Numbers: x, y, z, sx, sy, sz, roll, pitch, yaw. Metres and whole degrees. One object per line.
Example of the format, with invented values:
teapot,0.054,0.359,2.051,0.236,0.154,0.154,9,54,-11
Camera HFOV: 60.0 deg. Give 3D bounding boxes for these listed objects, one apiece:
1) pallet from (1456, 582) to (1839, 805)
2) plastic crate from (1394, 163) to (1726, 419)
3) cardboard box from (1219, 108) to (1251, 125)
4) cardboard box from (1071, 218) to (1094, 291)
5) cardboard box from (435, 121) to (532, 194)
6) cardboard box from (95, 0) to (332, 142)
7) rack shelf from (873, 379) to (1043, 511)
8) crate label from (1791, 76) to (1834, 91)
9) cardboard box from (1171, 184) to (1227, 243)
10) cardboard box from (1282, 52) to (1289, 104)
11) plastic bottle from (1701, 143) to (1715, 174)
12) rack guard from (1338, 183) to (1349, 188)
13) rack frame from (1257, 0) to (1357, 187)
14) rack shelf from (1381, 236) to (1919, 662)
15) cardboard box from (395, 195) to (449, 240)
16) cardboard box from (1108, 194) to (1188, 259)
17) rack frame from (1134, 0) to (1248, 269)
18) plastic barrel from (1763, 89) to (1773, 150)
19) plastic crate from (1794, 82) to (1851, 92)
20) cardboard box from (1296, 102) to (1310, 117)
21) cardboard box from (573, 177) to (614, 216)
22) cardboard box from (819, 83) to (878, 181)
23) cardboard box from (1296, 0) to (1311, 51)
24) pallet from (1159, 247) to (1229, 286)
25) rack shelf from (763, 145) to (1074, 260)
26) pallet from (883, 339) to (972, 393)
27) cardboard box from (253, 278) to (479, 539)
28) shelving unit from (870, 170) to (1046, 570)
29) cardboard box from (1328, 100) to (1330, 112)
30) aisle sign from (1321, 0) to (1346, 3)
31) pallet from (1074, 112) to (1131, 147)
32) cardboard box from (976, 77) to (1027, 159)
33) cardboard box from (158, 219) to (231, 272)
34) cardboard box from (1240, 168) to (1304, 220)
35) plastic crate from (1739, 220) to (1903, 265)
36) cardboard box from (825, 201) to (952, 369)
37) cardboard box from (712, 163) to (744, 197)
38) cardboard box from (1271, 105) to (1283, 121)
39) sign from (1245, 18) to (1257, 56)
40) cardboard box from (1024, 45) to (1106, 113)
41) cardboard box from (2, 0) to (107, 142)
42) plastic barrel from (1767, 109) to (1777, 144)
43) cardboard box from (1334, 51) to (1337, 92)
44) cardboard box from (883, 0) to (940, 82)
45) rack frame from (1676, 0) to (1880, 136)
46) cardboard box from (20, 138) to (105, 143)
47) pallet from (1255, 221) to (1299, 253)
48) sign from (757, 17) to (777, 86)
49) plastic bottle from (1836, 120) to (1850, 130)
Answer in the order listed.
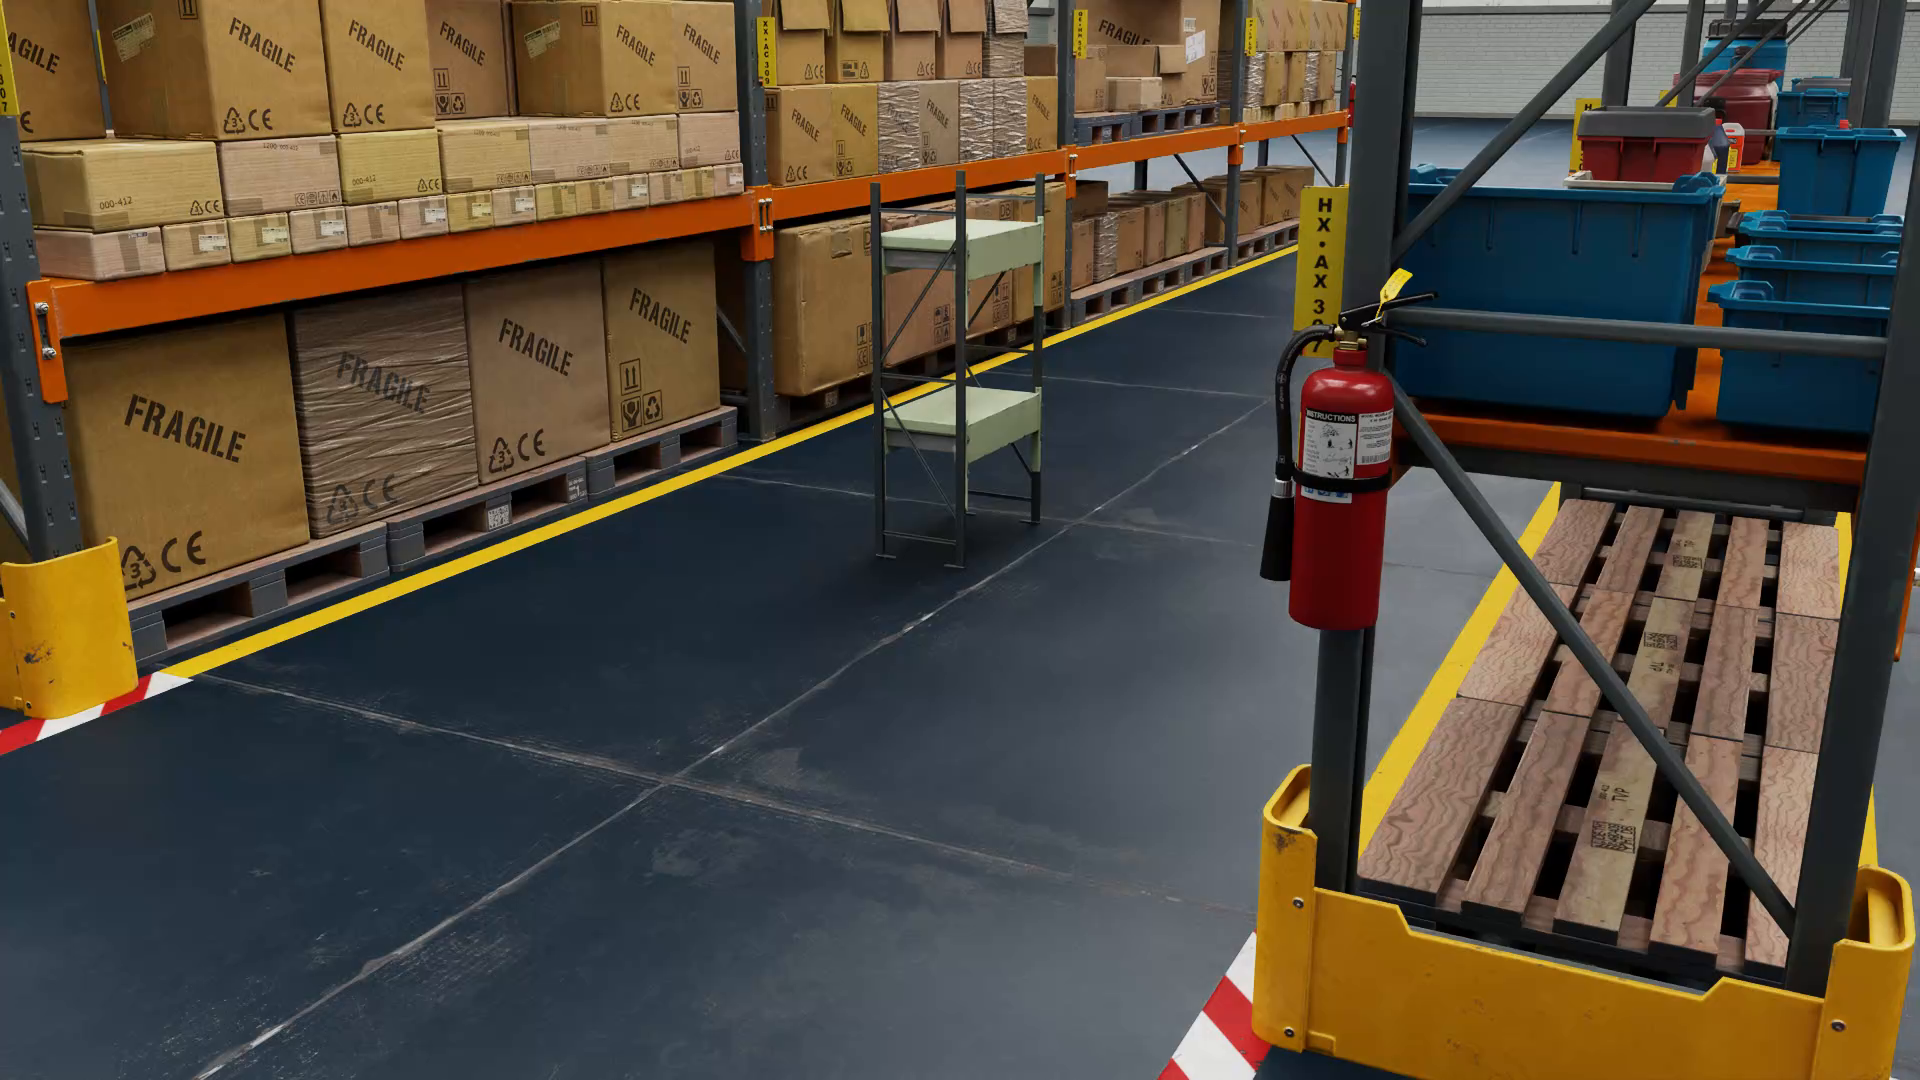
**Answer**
pallet,2.145,0.454,5.126,1.003,0.211,1.213,8,18,25
plastic crate,1.178,-0.523,3.350,0.616,0.435,0.499,8,18,25
cardboard box,2.492,-3.951,15.500,0.380,0.149,0.250,8,18,25
cardboard box,0.621,-2.222,12.855,0.700,0.500,0.500,7,18,22
cardboard box,-2.097,-1.551,6.720,0.500,0.250,0.500,8,18,24
cardboard box,-2.556,-1.644,5.715,0.500,0.500,0.500,8,18,24
rack shelf,0.003,-0.408,6.909,0.431,0.370,0.720,8,18,25
crate label,7.765,-3.958,15.018,0.502,0.435,0.616,8,18,25
cardboard box,2.341,-3.155,16.031,0.500,0.500,0.500,7,18,24
cardboard box,2.771,-4.615,16.597,0.875,0.500,0.500,8,18,25
plastic bottle,3.230,-1.621,7.300,0.144,0.351,0.185,8,18,25
rack guard,3.880,-3.856,19.130,1.175,0.500,0.348,8,18,25
rack frame,3.914,-5.074,18.839,1.000,3.000,0.127,8,18,25
rack shelf,2.089,-0.533,4.814,1.077,0.370,4.000,8,18,25
cardboard box,-2.209,-1.254,6.420,0.380,0.149,0.250,8,18,25
cardboard box,1.603,-2.795,14.784,0.700,0.500,0.500,8,18,25
rack frame,2.127,-4.055,15.409,1.000,3.000,0.127,8,18,25
plastic barrel,5.039,-2.749,10.815,0.421,0.512,0.421,0,17,0
plastic crate,5.766,-2.809,11.102,0.402,0.464,0.583,8,18,25
cardboard box,3.395,-4.459,17.211,0.380,0.149,0.250,8,18,25
cardboard box,-1.751,-1.515,7.299,0.380,0.149,0.250,8,19,26
cardboard box,-0.795,-2.279,9.253,0.500,0.500,0.500,8,18,25
cardboard box,3.215,-5.191,16.778,0.500,0.500,0.500,8,18,25
pallet,1.780,-2.520,15.137,1.003,0.211,1.213,8,18,25
rack shelf,-0.554,-2.182,10.366,1.077,0.370,4.000,8,18,25
pallet,-0.627,-1.199,10.689,1.003,0.211,1.213,8,18,25
cardboard box,-2.614,-0.586,6.724,0.875,0.875,0.875,8,18,25
shelving unit,0.003,-0.721,6.817,0.431,1.500,0.755,8,18,25
cardboard box,3.859,-4.791,18.328,0.380,0.149,0.250,8,18,25
aisle sign,4.210,-6.298,18.394,0.394,0.787,0.004,8,18,25
pallet,0.562,-3.139,12.662,1.213,0.211,1.003,8,18,25
cardboard box,0.112,-2.801,11.010,0.500,0.500,0.500,8,18,25
cardboard box,-2.668,-0.992,5.537,0.380,0.149,0.250,8,18,25
cardboard box,3.384,-3.763,18.080,0.500,0.500,0.500,14,22,40
plastic crate,2.189,-0.673,4.211,0.416,0.233,0.300,8,18,25
cardboard box,-0.781,-1.593,10.115,1.225,0.875,0.875,7,18,23
cardboard box,-1.291,-1.778,8.182,0.380,0.149,0.250,8,18,26
cardboard box,2.954,-4.204,16.350,0.380,0.149,0.250,8,18,25
sign,2.625,-4.540,15.009,0.100,0.325,0.005,8,18,25
cardboard box,0.705,-3.583,12.906,0.700,0.500,0.500,11,20,33
cardboard box,-3.253,-1.586,5.520,0.500,0.500,0.500,8,18,26
plastic barrel,5.829,-3.041,12.237,0.301,0.262,0.301,0,17,0
cardboard box,3.644,-5.128,18.323,0.875,0.500,0.500,8,18,25
cardboard box,-0.589,-3.044,10.066,0.797,0.503,0.637,9,19,27
rack frame,4.770,-2.406,9.857,1.000,3.000,0.127,8,18,25
cardboard box,-3.256,-1.226,5.626,0.500,0.250,0.500,8,18,24
pallet,2.939,-3.206,17.447,1.003,0.211,1.213,8,18,25
sign,-0.951,-2.400,8.177,0.100,0.325,0.005,8,18,25
plastic bottle,4.352,-1.899,8.235,0.144,0.351,0.185,8,18,25
